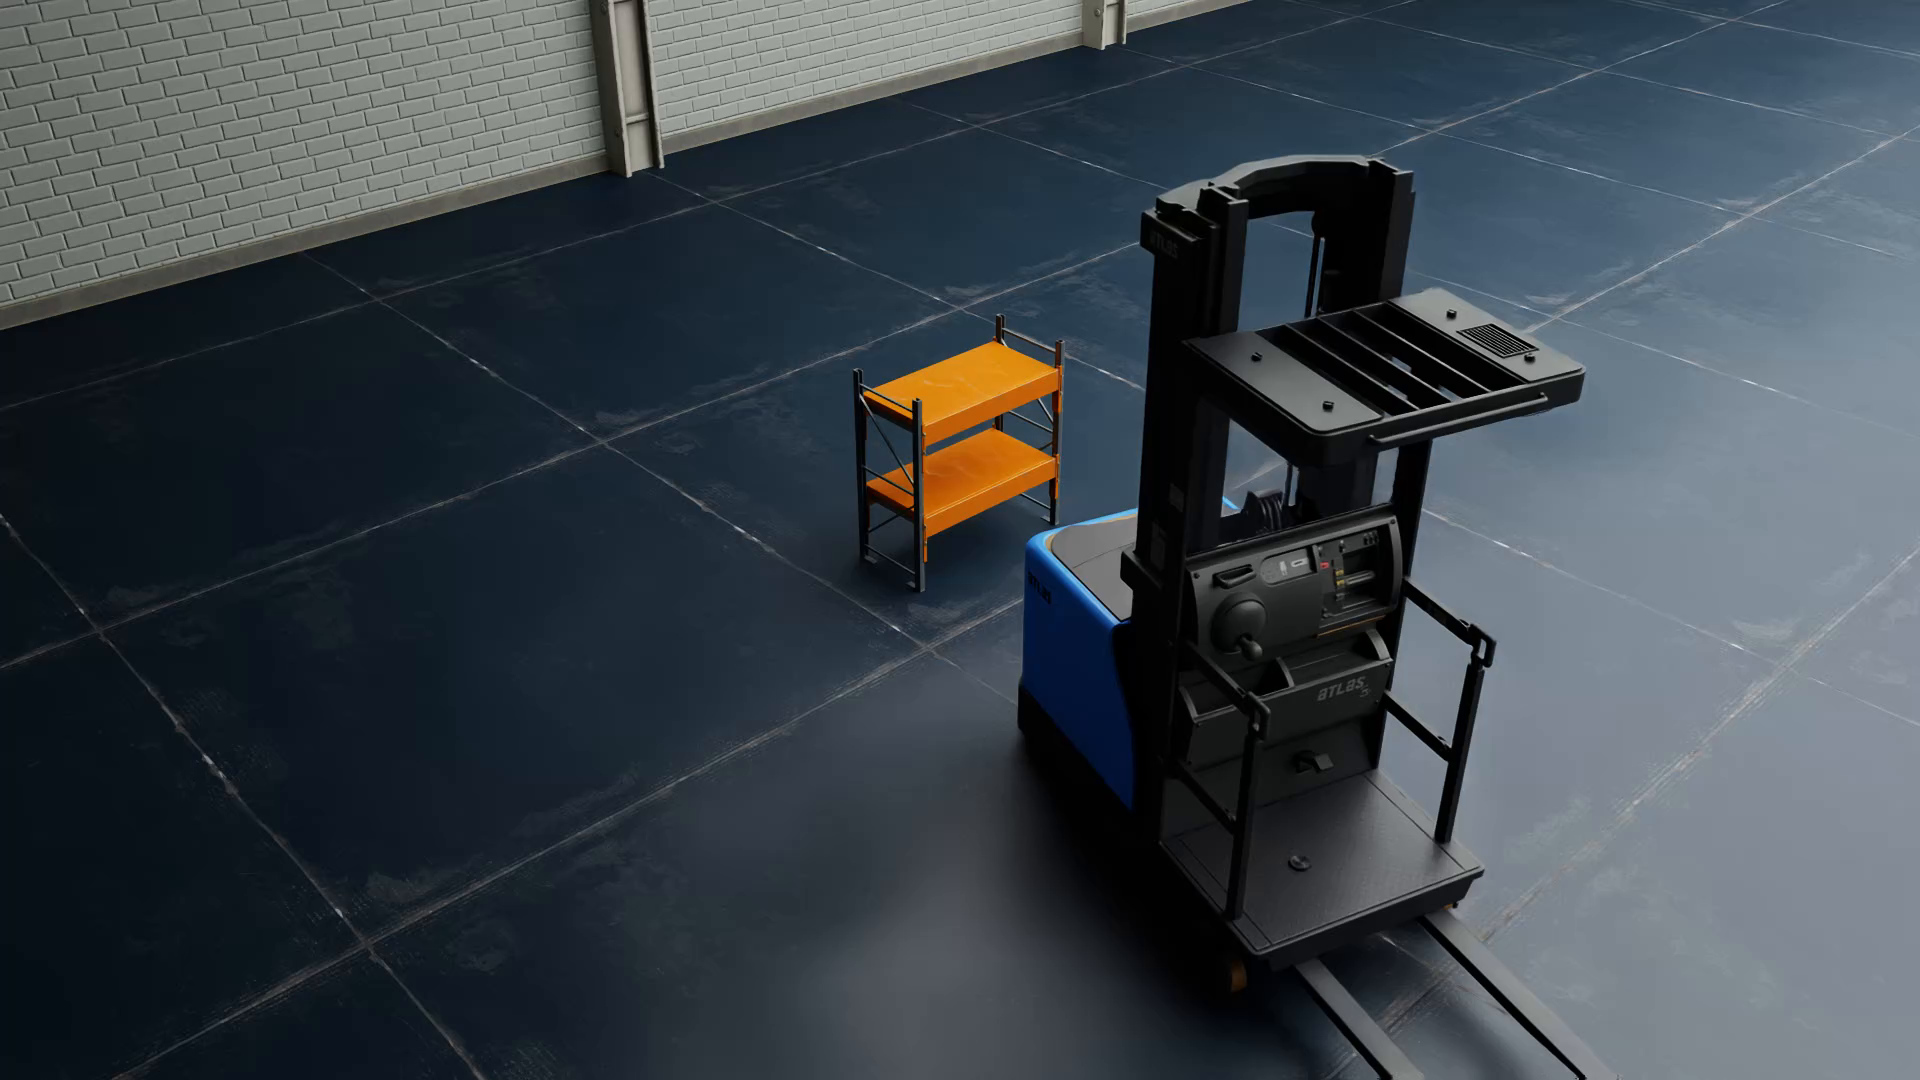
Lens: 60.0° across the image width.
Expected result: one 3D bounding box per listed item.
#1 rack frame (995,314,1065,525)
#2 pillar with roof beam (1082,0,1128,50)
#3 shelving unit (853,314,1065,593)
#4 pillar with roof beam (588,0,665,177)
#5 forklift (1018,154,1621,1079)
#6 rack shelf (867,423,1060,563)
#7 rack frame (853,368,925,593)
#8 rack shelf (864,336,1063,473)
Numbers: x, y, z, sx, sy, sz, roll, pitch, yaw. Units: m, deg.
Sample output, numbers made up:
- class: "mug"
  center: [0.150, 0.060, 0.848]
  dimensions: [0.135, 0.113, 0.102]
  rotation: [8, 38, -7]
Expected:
- class: "rack frame"
  center: [0.378, -0.663, 9.255]
  dimensions: [0.032, 1.125, 0.500]
  rotation: [-26, 40, -35]
- class: "pillar with roof beam"
  center: [4.485, -7.585, 13.029]
  dimensions: [0.400, 9.000, 9.100]
  rotation: [-26, 40, -35]
- class: "shelving unit"
  center: [0.005, -0.482, 8.960]
  dimensions: [1.048, 1.125, 0.538]
  rotation: [-26, 40, -35]
- class: "pillar with roof beam"
  center: [0.086, -5.457, 9.548]
  dimensions: [0.400, 9.000, 9.100]
  rotation: [-26, 40, -35]
- class: "forklift"
  center: [1.359, 0.230, 6.064]
  dimensions: [1.130, 2.935, 3.031]
  rotation: [-14, 34, -22]
- class: "rack shelf"
  center: [0.005, -0.274, 9.088]
  dimensions: [1.000, 0.278, 0.538]
  rotation: [-26, 40, -35]
- class: "rack frame"
  center: [-0.368, -0.302, 8.666]
  dimensions: [0.032, 1.125, 0.500]
  rotation: [-26, 40, -35]
- class: "rack shelf"
  center: [0.005, -0.732, 8.808]
  dimensions: [1.000, 0.278, 0.538]
  rotation: [-26, 40, -35]
